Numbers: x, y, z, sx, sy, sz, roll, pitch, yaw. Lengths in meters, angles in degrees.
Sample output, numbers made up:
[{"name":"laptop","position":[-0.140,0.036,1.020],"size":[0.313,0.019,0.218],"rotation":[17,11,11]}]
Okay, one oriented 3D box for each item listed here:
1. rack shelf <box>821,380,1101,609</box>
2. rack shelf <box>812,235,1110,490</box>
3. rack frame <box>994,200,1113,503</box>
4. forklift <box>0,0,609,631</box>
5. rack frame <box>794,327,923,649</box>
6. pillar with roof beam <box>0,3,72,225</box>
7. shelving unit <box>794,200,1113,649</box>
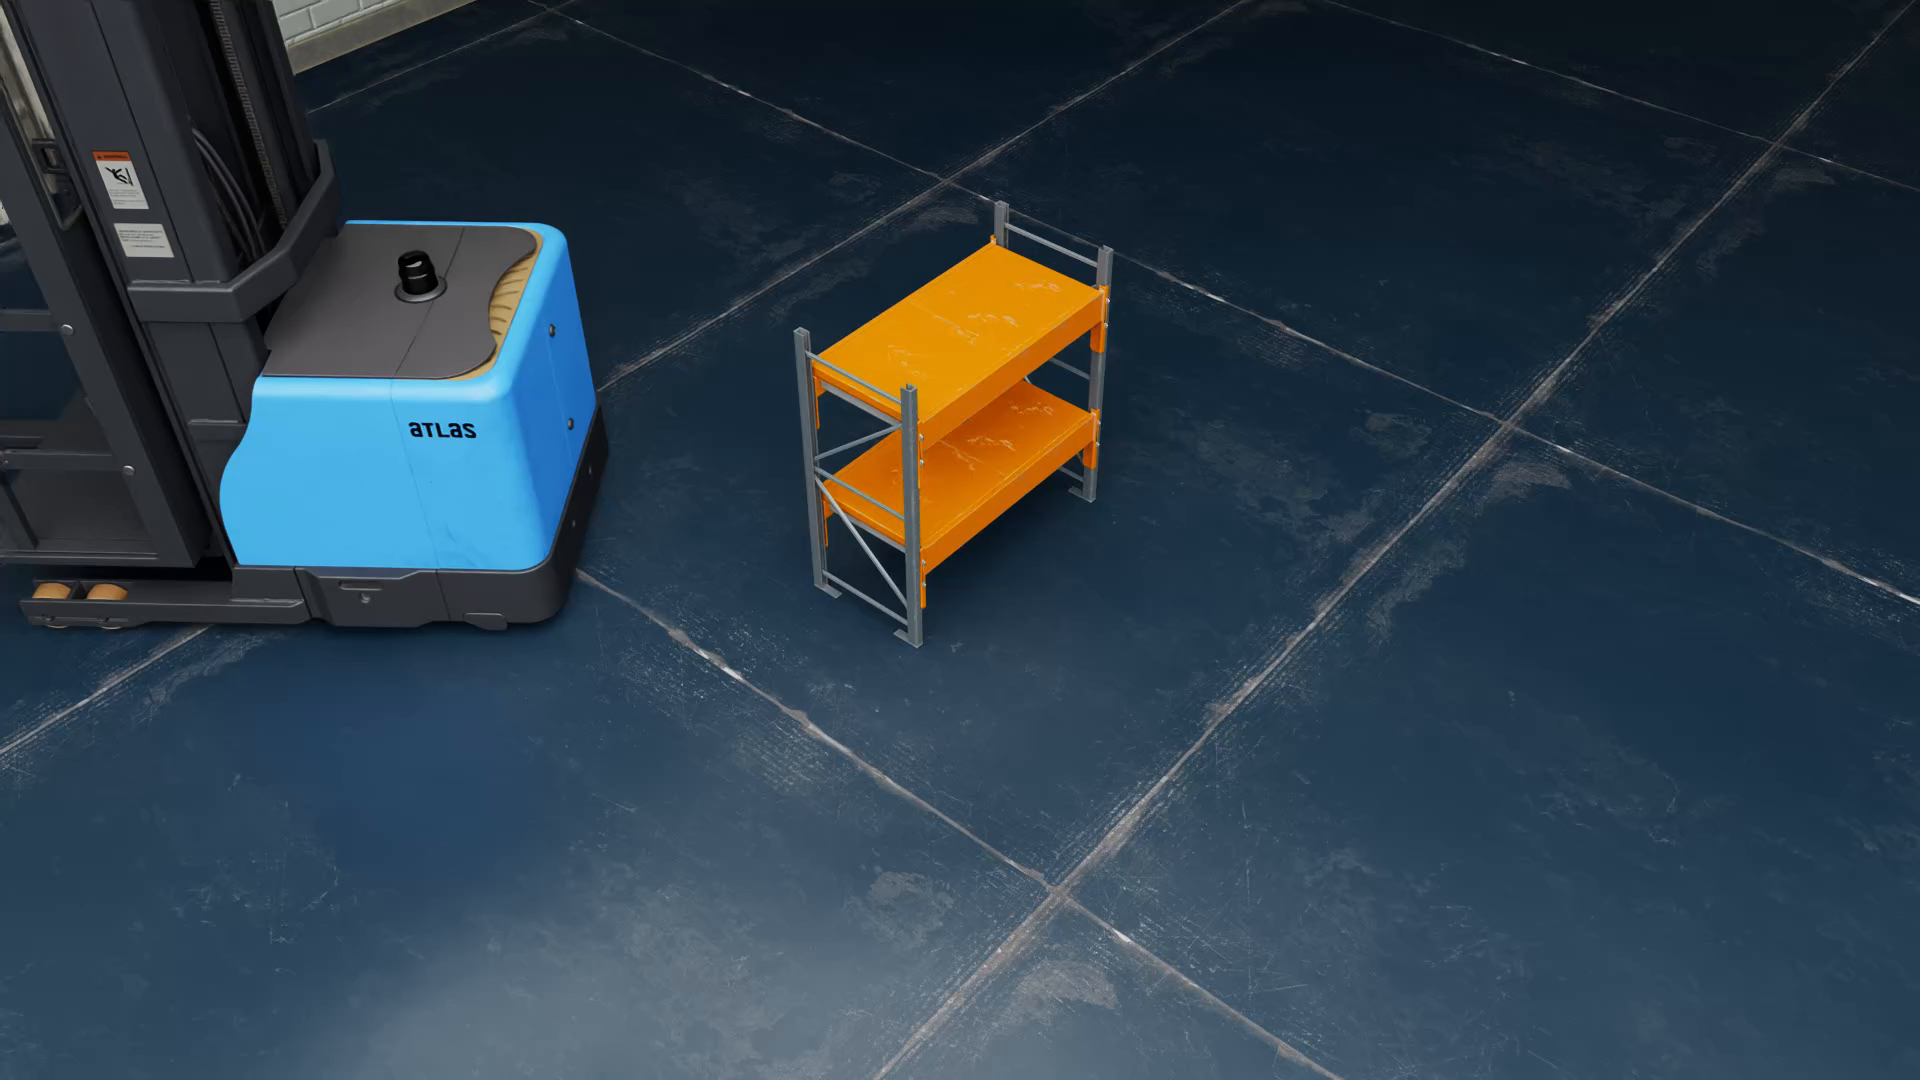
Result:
[{"name":"rack shelf","position":[-0.004,-0.232,6.032],"size":[0.538,0.278,1.000],"rotation":[29,50,28]},{"name":"rack shelf","position":[-0.004,-0.629,5.671],"size":[0.538,0.278,1.000],"rotation":[29,50,28]},{"name":"rack frame","position":[0.323,-0.674,6.156],"size":[0.500,1.125,0.032],"rotation":[29,50,28]},{"name":"forklift","position":[-2.905,-1.123,5.306],"size":[3.031,2.935,1.130],"rotation":[1,42,1]},{"name":"rack frame","position":[-0.332,-0.151,5.580],"size":[0.500,1.125,0.032],"rotation":[29,50,28]},{"name":"pillar with roof beam","position":[-1.247,-3.127,3.000],"size":[9.100,9.000,0.400],"rotation":[29,50,28]},{"name":"shelving unit","position":[-0.004,-0.413,5.868],"size":[0.538,1.125,1.048],"rotation":[29,50,28]}]
